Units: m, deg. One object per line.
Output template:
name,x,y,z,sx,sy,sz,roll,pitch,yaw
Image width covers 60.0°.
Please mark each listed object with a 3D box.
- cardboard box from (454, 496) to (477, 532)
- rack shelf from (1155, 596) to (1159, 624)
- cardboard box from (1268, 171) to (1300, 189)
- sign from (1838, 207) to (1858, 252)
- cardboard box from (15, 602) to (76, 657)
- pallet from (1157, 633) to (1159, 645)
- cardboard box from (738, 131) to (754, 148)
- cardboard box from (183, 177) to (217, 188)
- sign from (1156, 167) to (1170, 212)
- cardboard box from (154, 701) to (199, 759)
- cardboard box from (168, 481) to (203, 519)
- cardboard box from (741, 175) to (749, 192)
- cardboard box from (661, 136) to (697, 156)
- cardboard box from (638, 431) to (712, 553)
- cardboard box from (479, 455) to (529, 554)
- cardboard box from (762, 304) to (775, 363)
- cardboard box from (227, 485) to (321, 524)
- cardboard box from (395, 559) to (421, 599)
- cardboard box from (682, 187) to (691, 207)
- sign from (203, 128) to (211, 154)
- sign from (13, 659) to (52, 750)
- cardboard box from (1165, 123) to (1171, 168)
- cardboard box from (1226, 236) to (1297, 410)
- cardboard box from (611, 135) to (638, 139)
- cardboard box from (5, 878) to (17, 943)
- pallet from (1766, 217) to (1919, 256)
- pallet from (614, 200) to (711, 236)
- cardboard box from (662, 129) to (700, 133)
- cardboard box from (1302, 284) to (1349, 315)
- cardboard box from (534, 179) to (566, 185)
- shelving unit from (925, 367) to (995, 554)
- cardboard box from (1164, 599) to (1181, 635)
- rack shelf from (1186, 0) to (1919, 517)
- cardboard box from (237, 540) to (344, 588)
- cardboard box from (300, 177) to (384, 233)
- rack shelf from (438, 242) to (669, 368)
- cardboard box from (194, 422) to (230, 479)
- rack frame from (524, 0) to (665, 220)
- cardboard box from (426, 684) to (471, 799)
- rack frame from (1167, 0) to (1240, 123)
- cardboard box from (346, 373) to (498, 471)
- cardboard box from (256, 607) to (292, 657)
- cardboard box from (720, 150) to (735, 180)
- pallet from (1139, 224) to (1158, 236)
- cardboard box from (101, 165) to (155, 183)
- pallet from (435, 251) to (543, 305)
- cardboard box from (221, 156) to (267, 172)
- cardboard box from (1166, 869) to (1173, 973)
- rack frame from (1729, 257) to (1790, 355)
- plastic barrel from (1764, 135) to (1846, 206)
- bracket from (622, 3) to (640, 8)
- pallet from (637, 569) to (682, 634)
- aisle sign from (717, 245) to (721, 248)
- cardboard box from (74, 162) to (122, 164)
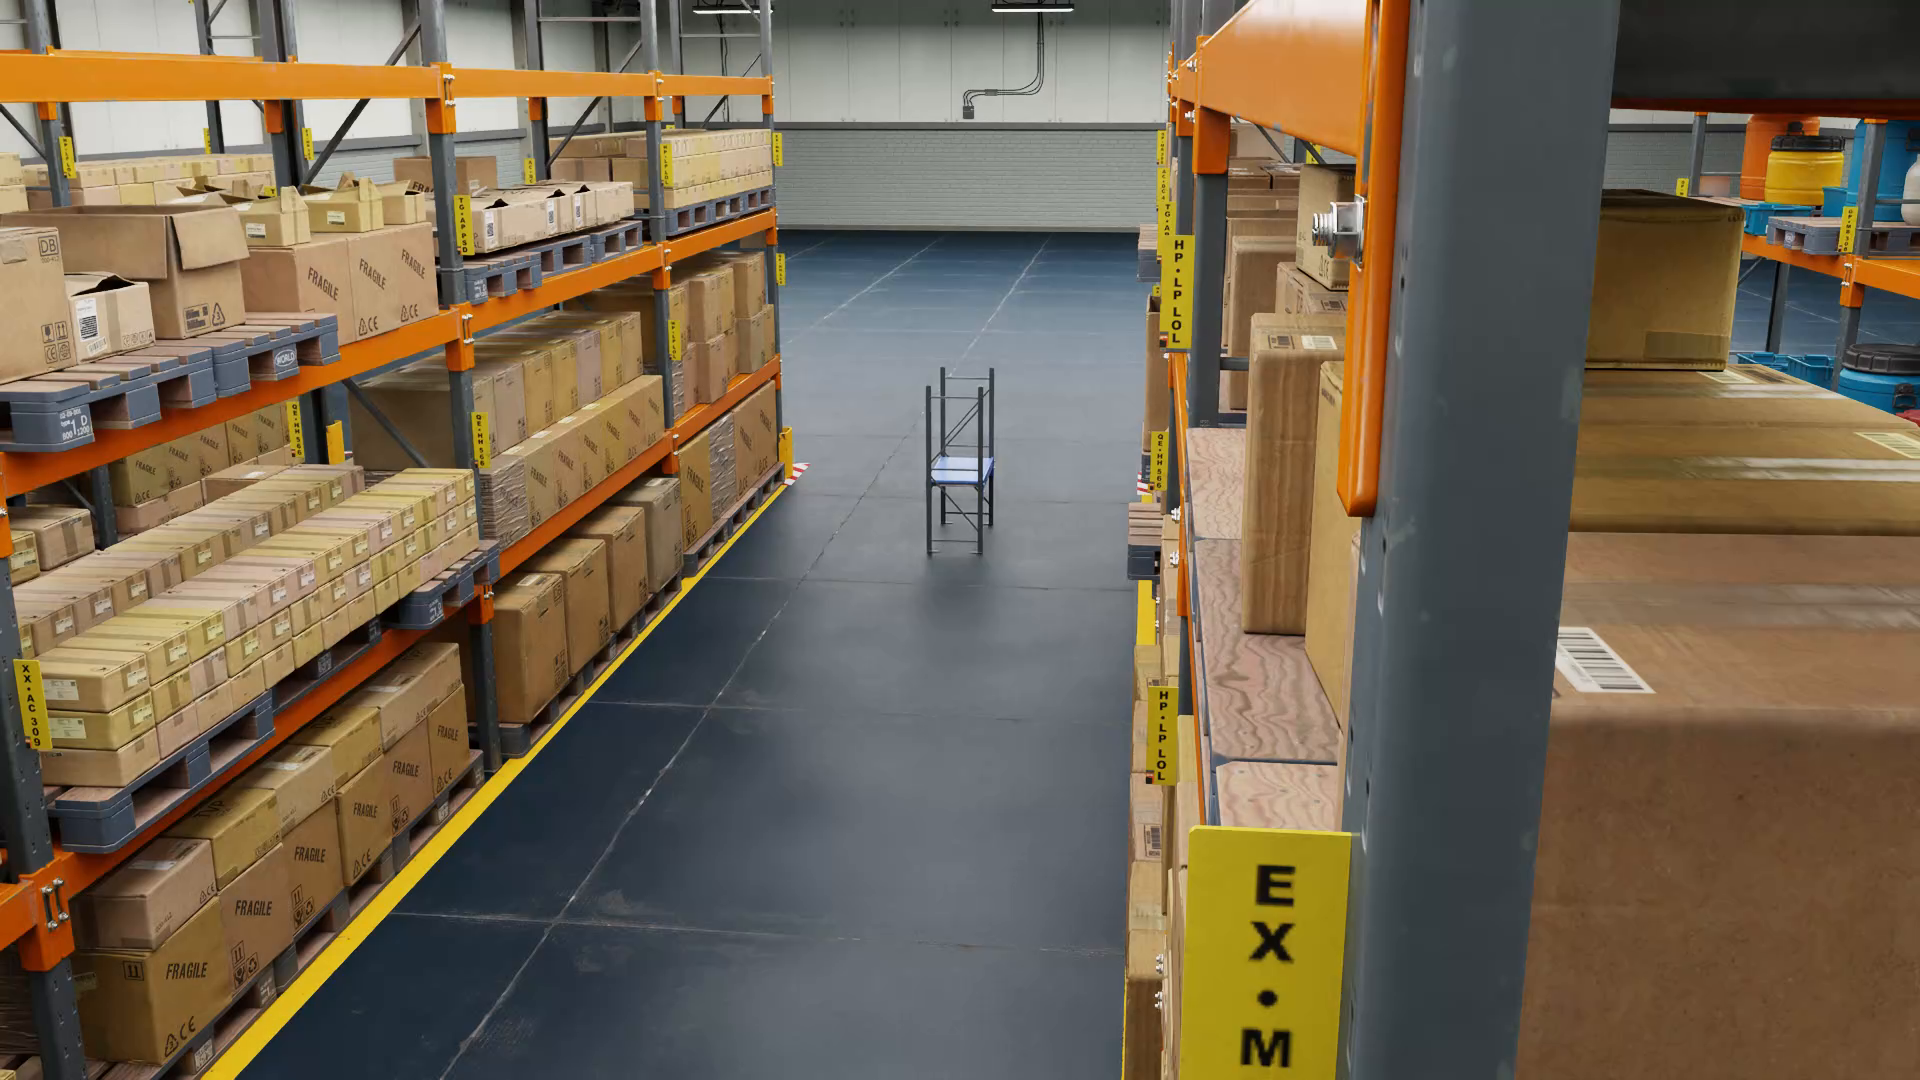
cardboard box,-2.896,-0.148,9.158,0.380,0.149,0.250,2,15,7
rack shelf,1.850,-0.064,11.118,1.077,0.370,4.000,2,15,6
cardboard box,1.932,-1.744,9.058,0.500,0.500,0.500,2,15,7
sign,6.451,-2.255,12.080,0.100,0.325,0.005,2,15,6
cardboard box,-3.832,0.358,6.718,0.380,0.149,0.250,1,15,4
pallet,1.854,0.936,11.386,1.003,0.211,1.213,2,15,6
cardboard box,-2.177,-3.806,15.791,0.380,0.149,0.250,2,15,7
cardboard box,-7.277,-3.241,15.462,0.500,0.250,0.500,2,15,7
sign,1.535,-2.641,12.535,0.100,0.325,0.005,2,15,6
cardboard box,-3.217,0.731,6.478,0.380,0.149,0.250,2,15,7
cardboard box,-7.388,-0.381,15.375,0.500,0.250,0.500,3,15,9
cardboard box,-2.206,-3.357,15.657,0.380,0.149,0.250,1,15,5
cardboard box,-2.406,-3.281,13.848,0.380,0.149,0.250,2,15,6
cardboard box,-2.701,-0.440,14.397,0.875,0.875,0.875,2,15,7
cardboard box,-2.974,-0.221,10.131,0.500,0.500,0.500,2,15,7
cardboard box,-2.387,-2.114,17.035,0.875,0.550,0.550,2,15,6
cardboard box,-3.597,-0.186,8.728,0.380,0.149,0.250,2,15,6
cardboard box,-2.982,0.191,8.474,0.380,0.149,0.250,1,15,6
cardboard box,-2.436,-2.831,13.713,0.380,0.149,0.250,2,15,6
sign,-7.859,-4.145,17.411,0.100,0.325,0.005,2,15,6
sign,-3.204,0.569,5.741,0.100,0.325,0.005,2,15,6
cardboard box,2.091,-3.471,14.875,0.500,0.500,0.500,2,15,6
cardboard box,1.228,-0.705,5.367,0.700,0.500,0.500,2,15,8
cardboard box,-3.004,-3.432,14.406,0.380,0.149,0.250,2,15,6
cardboard box,-3.912,1.414,6.821,0.500,0.250,0.500,1,15,5
pallet,6.981,-2.331,12.738,1.213,0.211,1.003,2,15,6
pallet,-2.739,-2.719,13.983,1.003,0.211,1.213,2,15,6
cardboard box,-2.774,-3.960,16.359,0.380,0.149,0.250,2,15,7
cardboard box,1.079,-0.258,3.524,0.700,0.500,0.500,2,15,9
cardboard box,-3.158,-2.587,12.585,0.258,0.266,0.396,1,15,5
shelving unit,0.010,-0.746,15.136,0.538,1.500,1.048,2,15,6
cardboard box,1.130,0.574,7.190,0.500,0.500,0.500,2,15,6
rack shelf,0.947,-0.692,2.713,1.077,0.370,4.000,2,15,6
cardboard box,-3.071,0.110,7.633,0.380,0.149,0.250,2,15,8
cardboard box,-3.124,-1.684,8.328,0.396,0.266,0.258,2,15,6
rack shelf,-3.067,-1.684,11.363,1.077,0.370,4.000,2,15,6
cardboard box,-7.328,-0.878,15.776,0.500,0.500,0.500,3,15,9
rack frame,-2.842,-3.998,12.796,1.000,3.000,0.127,2,15,6
cardboard box,-3.108,1.118,9.354,0.500,0.500,0.500,2,15,6
rack frame,2.527,-4.863,15.996,1.000,3.000,0.127,2,15,6
cardboard box,-3.232,-0.712,10.028,0.700,0.500,0.500,2,15,6
cardboard box,-3.130,0.387,7.178,0.380,0.149,0.250,2,15,9
cardboard box,-2.340,-3.384,14.993,0.500,0.250,0.500,2,15,7
pallet,1.900,-2.130,11.994,1.213,0.211,1.003,2,15,6
cardboard box,-7.316,-3.209,14.579,0.380,0.149,0.250,2,15,6
pallet,-3.273,-1.590,9.999,1.213,0.211,1.003,2,15,9
cardboard box,-7.143,-3.742,16.549,0.380,0.149,0.250,2,15,6
cardboard box,0.859,1.188,4.827,0.500,0.250,0.500,1,15,5
rack frame,7.448,-1.821,16.239,1.000,3.000,0.127,2,15,6
plastic barrel,7.445,-3.263,14.661,0.600,0.588,0.600,0,15,0
bracket,-9.241,-15.223,47.414,0.076,0.066,3.189,2,15,6
pallet,-2.854,0.446,13.195,1.003,0.211,1.213,2,15,6
aisle sign,-2.680,-3.422,17.177,0.394,0.787,0.004,2,15,6
cardboard box,-7.873,-3.360,15.138,0.380,0.149,0.250,2,15,7
